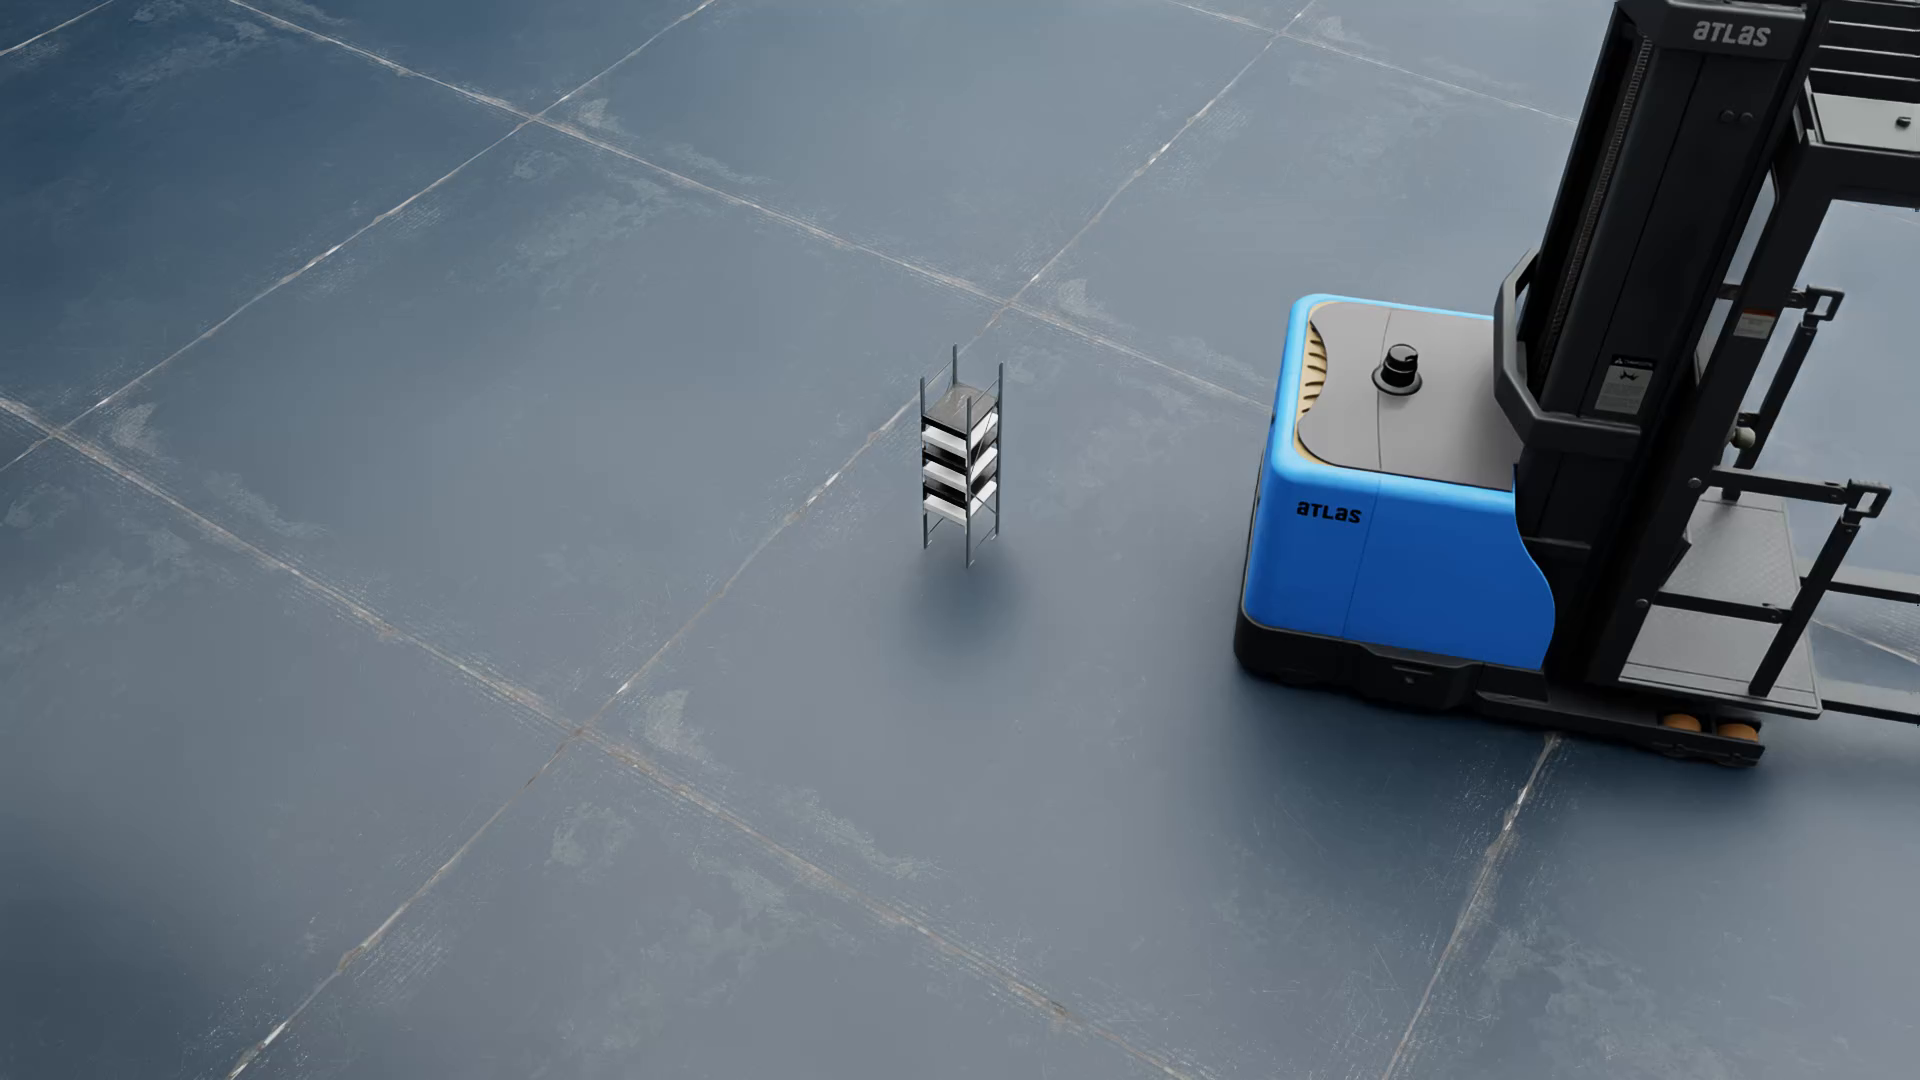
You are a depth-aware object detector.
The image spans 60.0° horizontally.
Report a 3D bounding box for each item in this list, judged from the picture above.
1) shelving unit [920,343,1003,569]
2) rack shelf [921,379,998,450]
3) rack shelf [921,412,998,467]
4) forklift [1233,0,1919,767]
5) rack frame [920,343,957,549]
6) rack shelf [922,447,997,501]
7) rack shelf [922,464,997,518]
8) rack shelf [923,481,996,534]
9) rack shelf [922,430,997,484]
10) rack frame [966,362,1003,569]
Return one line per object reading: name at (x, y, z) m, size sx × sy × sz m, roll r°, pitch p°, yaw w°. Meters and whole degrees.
shelving unit at (0.007, -0.310, 6.424) m, size 0.210 × 0.900 × 0.258 m, roll 25°, pitch 51°, yaw 22°
rack shelf at (0.007, -0.475, 6.254) m, size 0.200 × 0.077 × 0.258 m, roll 25°, pitch 51°, yaw 22°
rack shelf at (0.007, -0.413, 6.319) m, size 0.200 × 0.077 × 0.258 m, roll 25°, pitch 51°, yaw 22°
forklift at (2.599, -0.630, 5.319) m, size 3.031 × 2.935 × 1.130 m, roll 9°, pitch 47°, yaw 9°
rack frame at (-0.079, -0.350, 6.462) m, size 0.006 × 0.900 × 0.240 m, roll 25°, pitch 51°, yaw 22°
rack shelf at (0.007, -0.287, 6.448) m, size 0.200 × 0.077 × 0.258 m, roll 25°, pitch 51°, yaw 22°
rack shelf at (0.007, -0.225, 6.513) m, size 0.200 × 0.077 × 0.258 m, roll 25°, pitch 51°, yaw 22°
rack shelf at (0.007, -0.162, 6.577) m, size 0.200 × 0.077 × 0.258 m, roll 25°, pitch 51°, yaw 22°
rack shelf at (0.007, -0.350, 6.384) m, size 0.200 × 0.077 × 0.258 m, roll 25°, pitch 51°, yaw 22°
rack frame at (0.092, -0.271, 6.386) m, size 0.006 × 0.900 × 0.240 m, roll 25°, pitch 51°, yaw 22°
